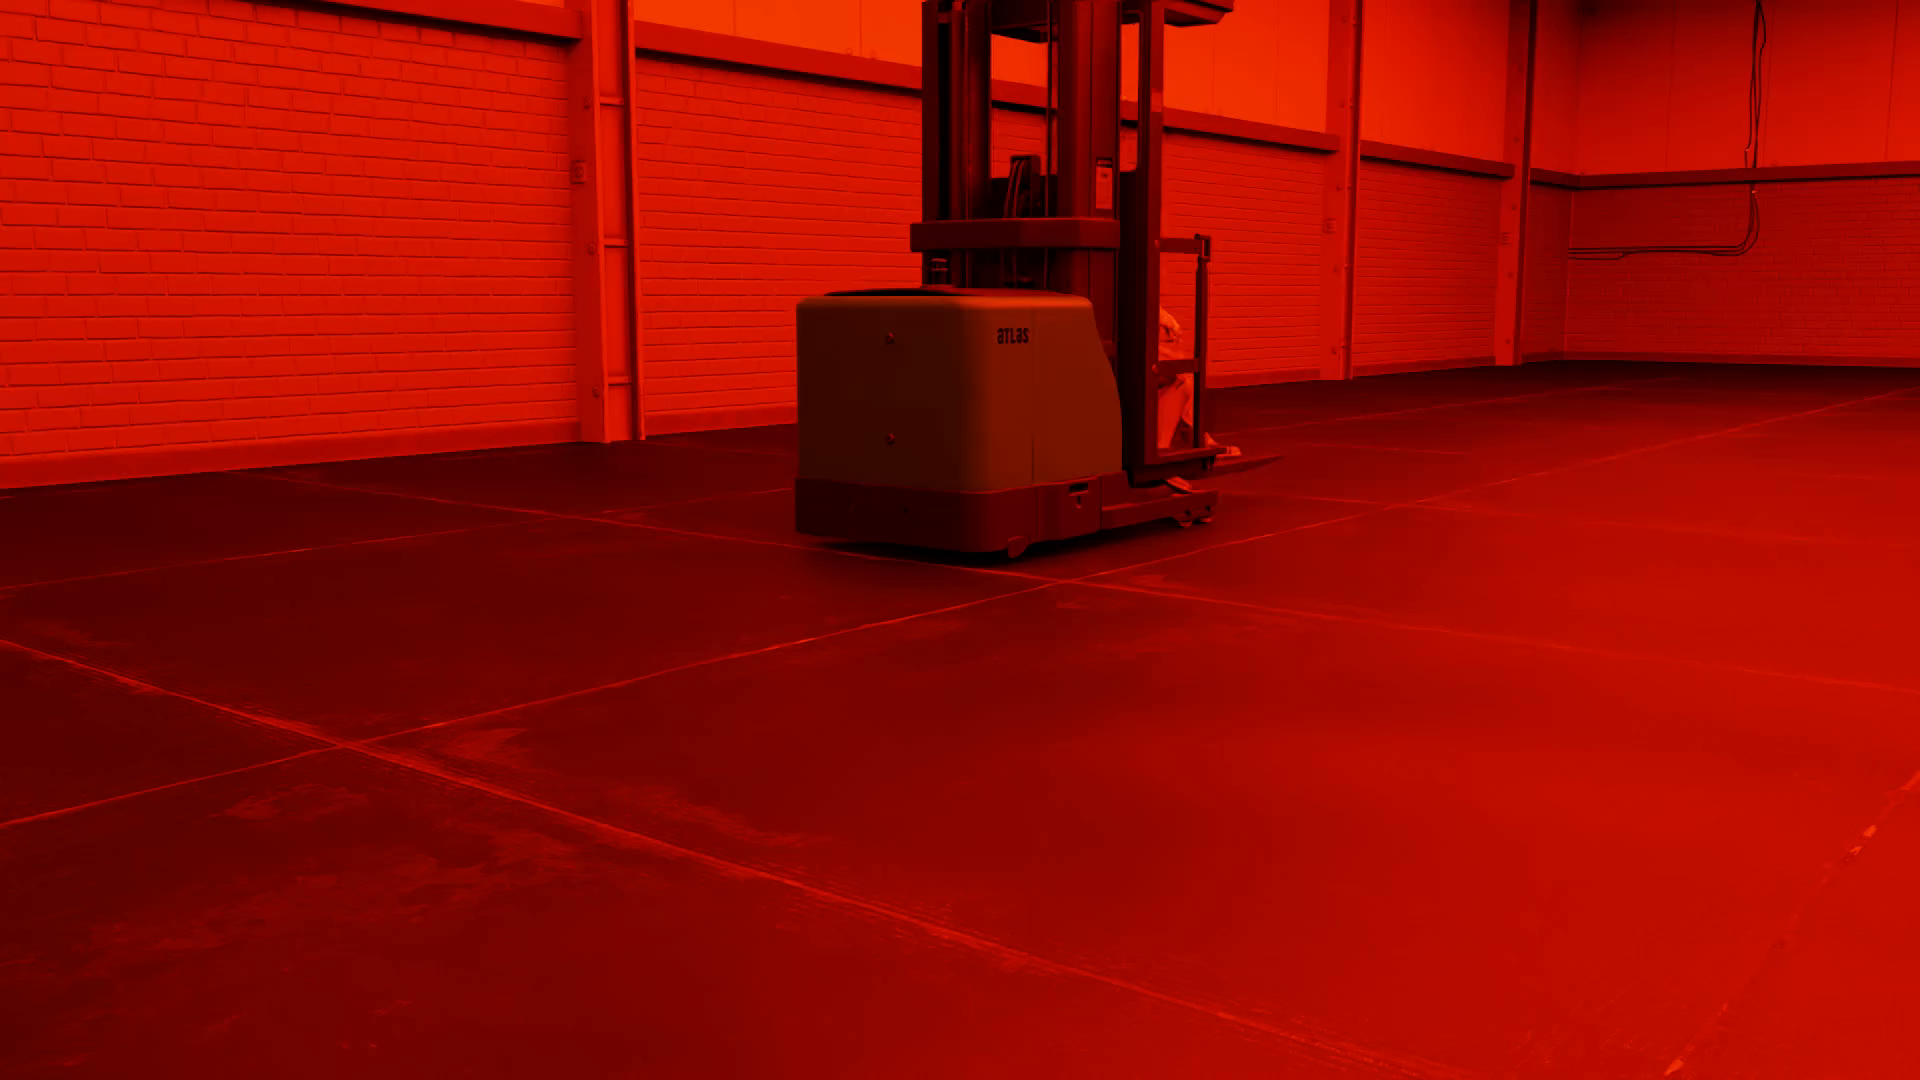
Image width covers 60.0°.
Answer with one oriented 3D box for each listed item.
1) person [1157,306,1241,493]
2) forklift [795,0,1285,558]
[{"bbox_3d":[0.931,-0.955,8.088,0.883,1.405,0.708,-1,8,-7],"label":"person"},{"bbox_3d":[0.581,-1.544,7.833,1.130,2.935,3.031,6,10,37],"label":"forklift"}]
